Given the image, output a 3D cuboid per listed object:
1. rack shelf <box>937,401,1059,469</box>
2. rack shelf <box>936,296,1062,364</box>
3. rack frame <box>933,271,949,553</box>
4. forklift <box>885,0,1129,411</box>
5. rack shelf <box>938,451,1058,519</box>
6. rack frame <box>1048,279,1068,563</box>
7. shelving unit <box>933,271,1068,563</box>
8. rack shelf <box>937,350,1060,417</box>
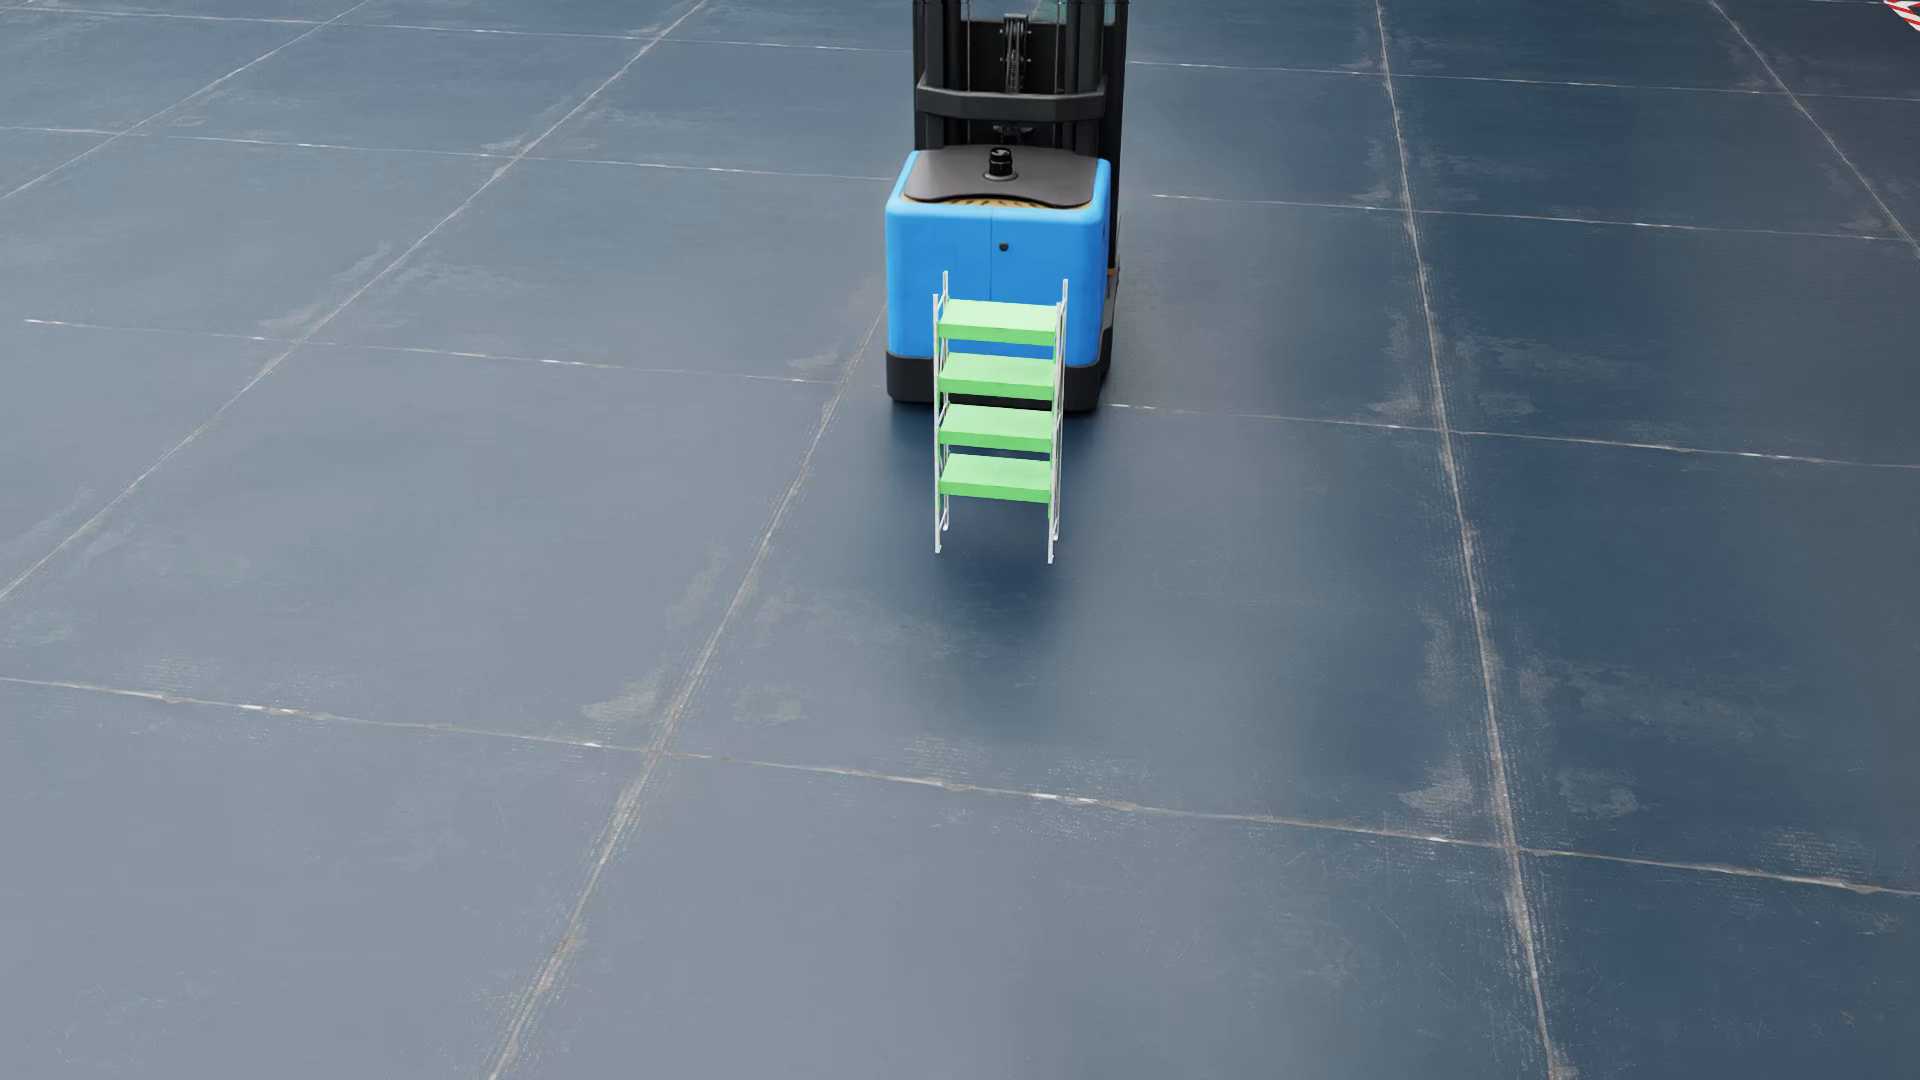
[{"bbox_3d":[0.163,-0.440,6.942,0.480,0.148,0.258,5,32,8],"label":"rack shelf"},{"bbox_3d":[0.163,-0.847,6.687,0.480,0.148,0.258,5,32,8],"label":"rack shelf"},{"bbox_3d":[-0.077,-0.516,6.943,0.015,1.200,0.240,5,32,8],"label":"rack frame"},{"bbox_3d":[0.335,-2.636,8.698,1.130,2.935,3.031,4,32,6],"label":"forklift"},{"bbox_3d":[0.163,-0.236,7.069,0.480,0.148,0.258,5,32,8],"label":"rack shelf"},{"bbox_3d":[0.404,-0.472,6.873,0.015,1.200,0.240,5,32,8],"label":"rack frame"},{"bbox_3d":[0.163,-0.494,6.908,0.503,1.200,0.258,5,32,8],"label":"shelving unit"},{"bbox_3d":[0.163,-0.643,6.815,0.480,0.148,0.258,5,32,8],"label":"rack shelf"}]
